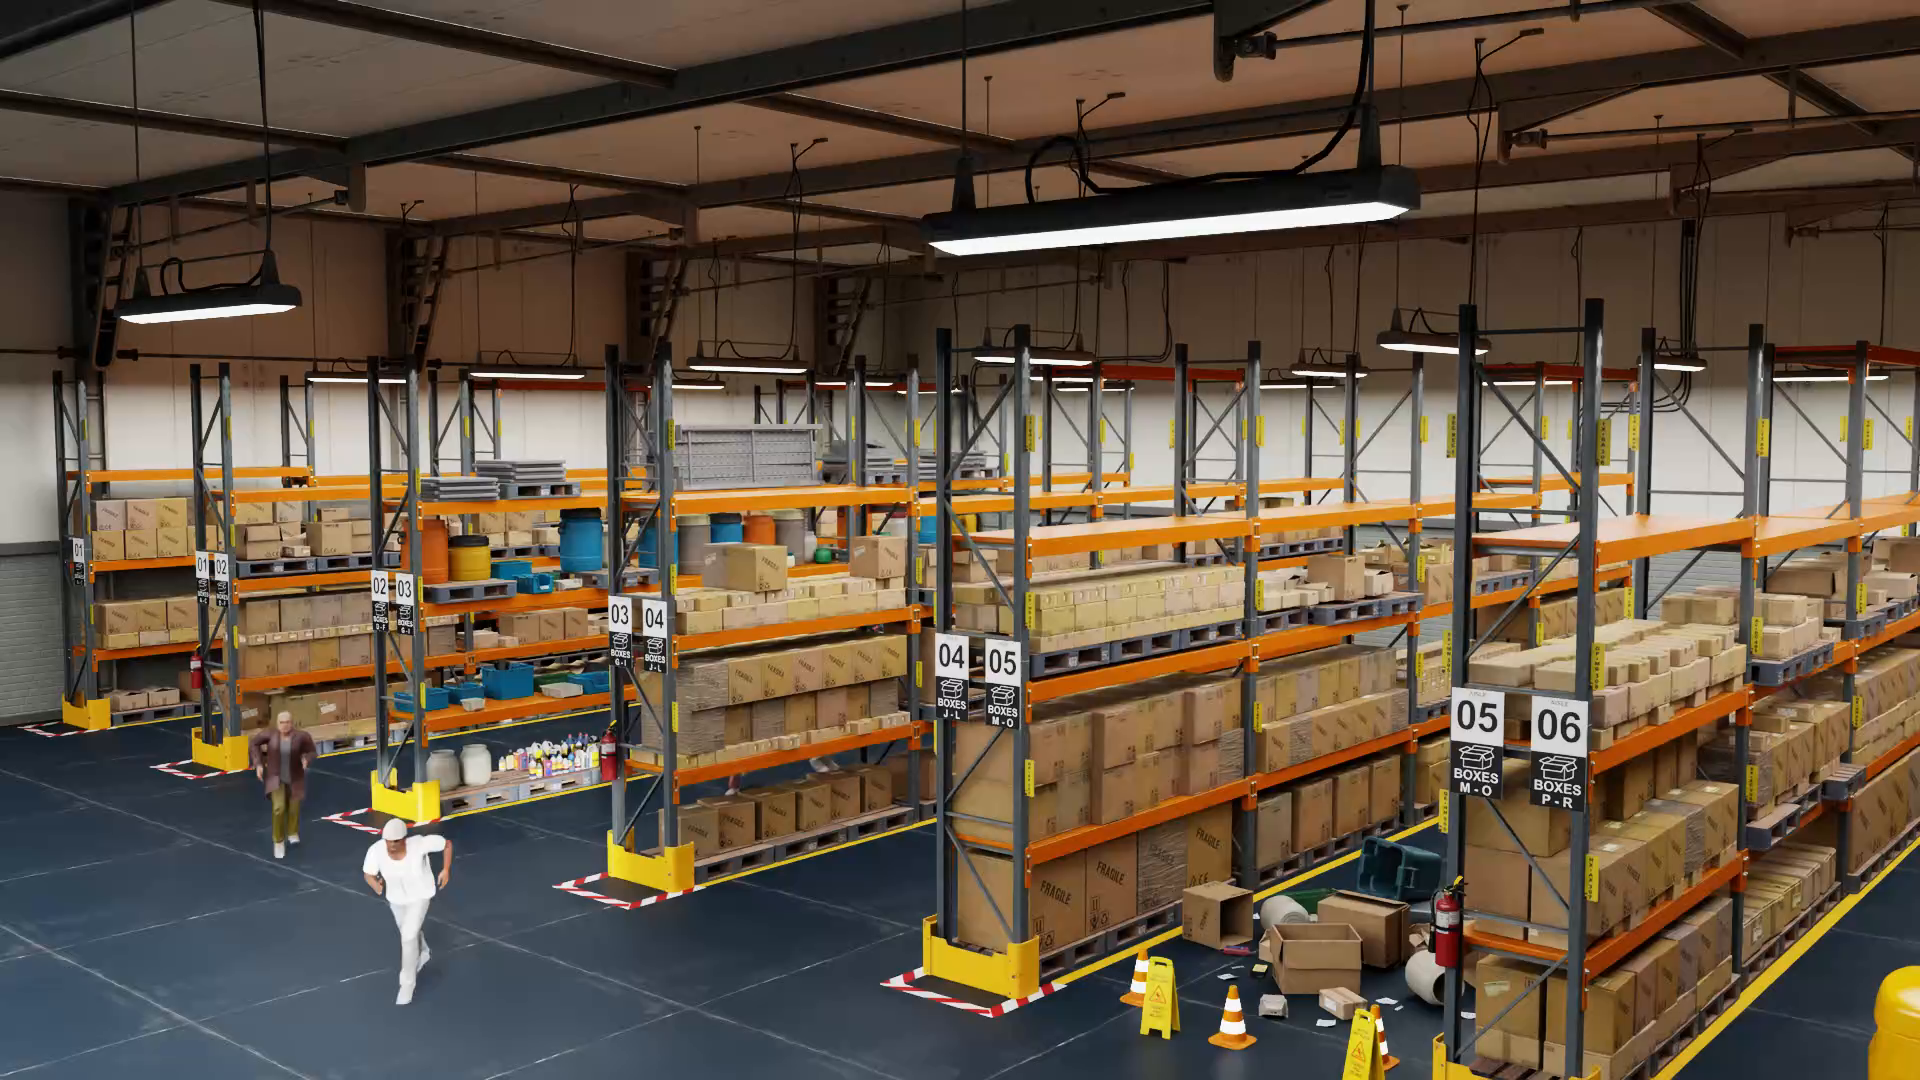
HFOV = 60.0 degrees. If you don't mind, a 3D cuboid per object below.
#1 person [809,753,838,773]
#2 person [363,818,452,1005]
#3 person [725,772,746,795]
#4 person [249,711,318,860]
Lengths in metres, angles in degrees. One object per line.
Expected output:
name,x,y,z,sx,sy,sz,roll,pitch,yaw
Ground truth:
person,-1.791,2.669,22.689,0.684,1.730,0.829,-2,5,-26
person,-4.953,3.279,15.009,0.747,1.714,1.031,0,4,-2
person,-3.111,2.728,22.975,0.572,1.599,0.690,2,4,20
person,-8.051,2.889,19.833,0.745,1.764,0.982,-2,5,-25
